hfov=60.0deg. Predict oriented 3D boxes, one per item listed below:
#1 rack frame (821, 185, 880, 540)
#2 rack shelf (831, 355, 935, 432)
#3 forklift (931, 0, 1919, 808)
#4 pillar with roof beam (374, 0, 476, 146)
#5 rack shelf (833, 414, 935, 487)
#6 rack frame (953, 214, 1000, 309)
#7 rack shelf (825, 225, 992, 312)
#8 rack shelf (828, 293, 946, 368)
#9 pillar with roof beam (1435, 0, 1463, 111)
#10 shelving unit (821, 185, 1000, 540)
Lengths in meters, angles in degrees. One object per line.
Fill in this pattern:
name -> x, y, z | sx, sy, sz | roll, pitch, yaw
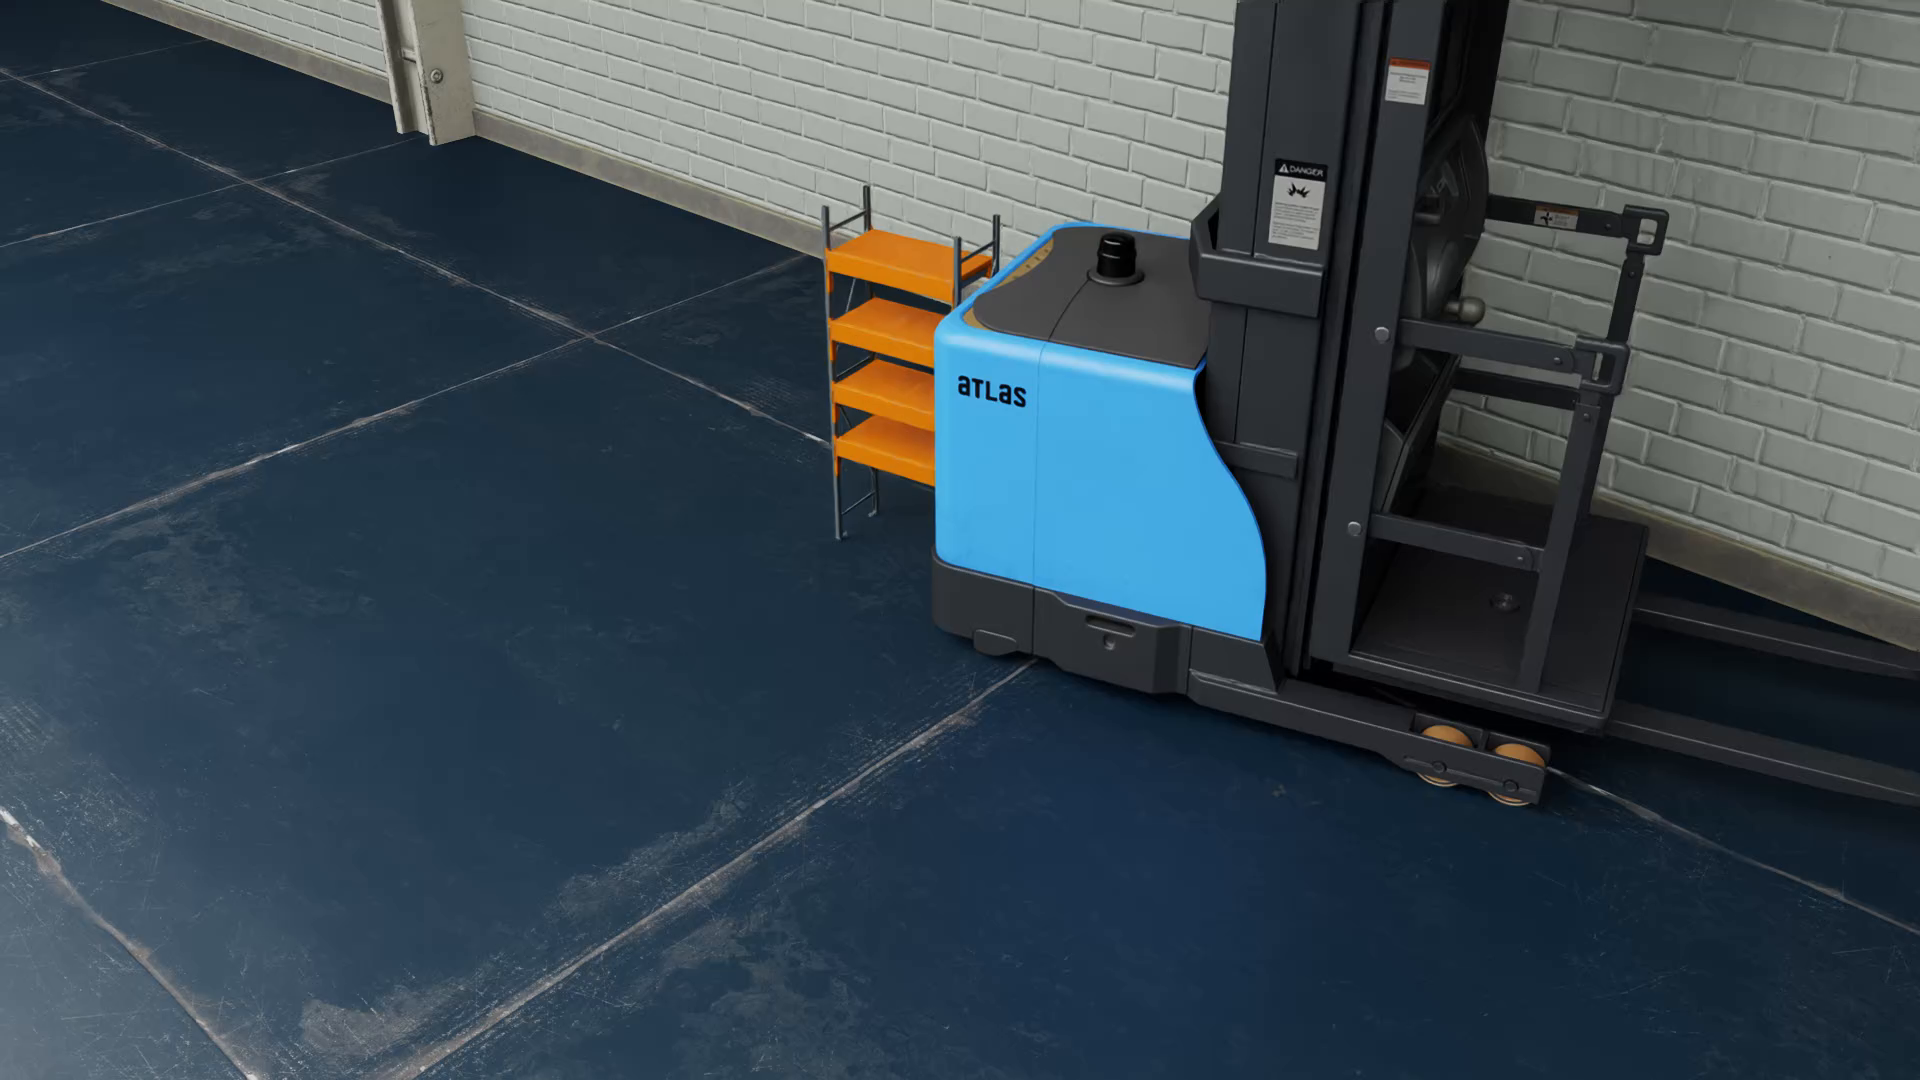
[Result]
rack frame -> -0.358, -0.566, 5.527 | 0.015, 1.200, 0.240 | 19, 36, 28
rack shelf -> -0.153, -0.440, 5.448 | 0.480, 0.148, 0.258 | 19, 36, 28
forklift -> 1.470, -0.843, 4.309 | 3.031, 2.935, 1.130 | 14, 34, 21
pillar with roof beam -> -5.928, -4.585, 4.641 | 0.400, 9.000, 9.100 | 25, 39, 35
rack shelf -> -0.153, -0.270, 5.551 | 0.480, 0.148, 0.258 | 19, 36, 28
rack frame -> 0.052, -0.429, 5.300 | 0.015, 1.200, 0.240 | 19, 36, 28
rack shelf -> -0.153, -0.834, 5.211 | 0.480, 0.148, 0.258 | 19, 36, 28
rack shelf -> -0.153, -0.632, 5.333 | 0.480, 0.148, 0.258 | 19, 36, 28
pillar with roof beam -> -1.479, -2.509, 1.192 | 0.400, 9.000, 9.100 | 25, 39, 35
shelving unit -> -0.153, -0.498, 5.413 | 0.503, 1.200, 0.258 | 19, 36, 28
